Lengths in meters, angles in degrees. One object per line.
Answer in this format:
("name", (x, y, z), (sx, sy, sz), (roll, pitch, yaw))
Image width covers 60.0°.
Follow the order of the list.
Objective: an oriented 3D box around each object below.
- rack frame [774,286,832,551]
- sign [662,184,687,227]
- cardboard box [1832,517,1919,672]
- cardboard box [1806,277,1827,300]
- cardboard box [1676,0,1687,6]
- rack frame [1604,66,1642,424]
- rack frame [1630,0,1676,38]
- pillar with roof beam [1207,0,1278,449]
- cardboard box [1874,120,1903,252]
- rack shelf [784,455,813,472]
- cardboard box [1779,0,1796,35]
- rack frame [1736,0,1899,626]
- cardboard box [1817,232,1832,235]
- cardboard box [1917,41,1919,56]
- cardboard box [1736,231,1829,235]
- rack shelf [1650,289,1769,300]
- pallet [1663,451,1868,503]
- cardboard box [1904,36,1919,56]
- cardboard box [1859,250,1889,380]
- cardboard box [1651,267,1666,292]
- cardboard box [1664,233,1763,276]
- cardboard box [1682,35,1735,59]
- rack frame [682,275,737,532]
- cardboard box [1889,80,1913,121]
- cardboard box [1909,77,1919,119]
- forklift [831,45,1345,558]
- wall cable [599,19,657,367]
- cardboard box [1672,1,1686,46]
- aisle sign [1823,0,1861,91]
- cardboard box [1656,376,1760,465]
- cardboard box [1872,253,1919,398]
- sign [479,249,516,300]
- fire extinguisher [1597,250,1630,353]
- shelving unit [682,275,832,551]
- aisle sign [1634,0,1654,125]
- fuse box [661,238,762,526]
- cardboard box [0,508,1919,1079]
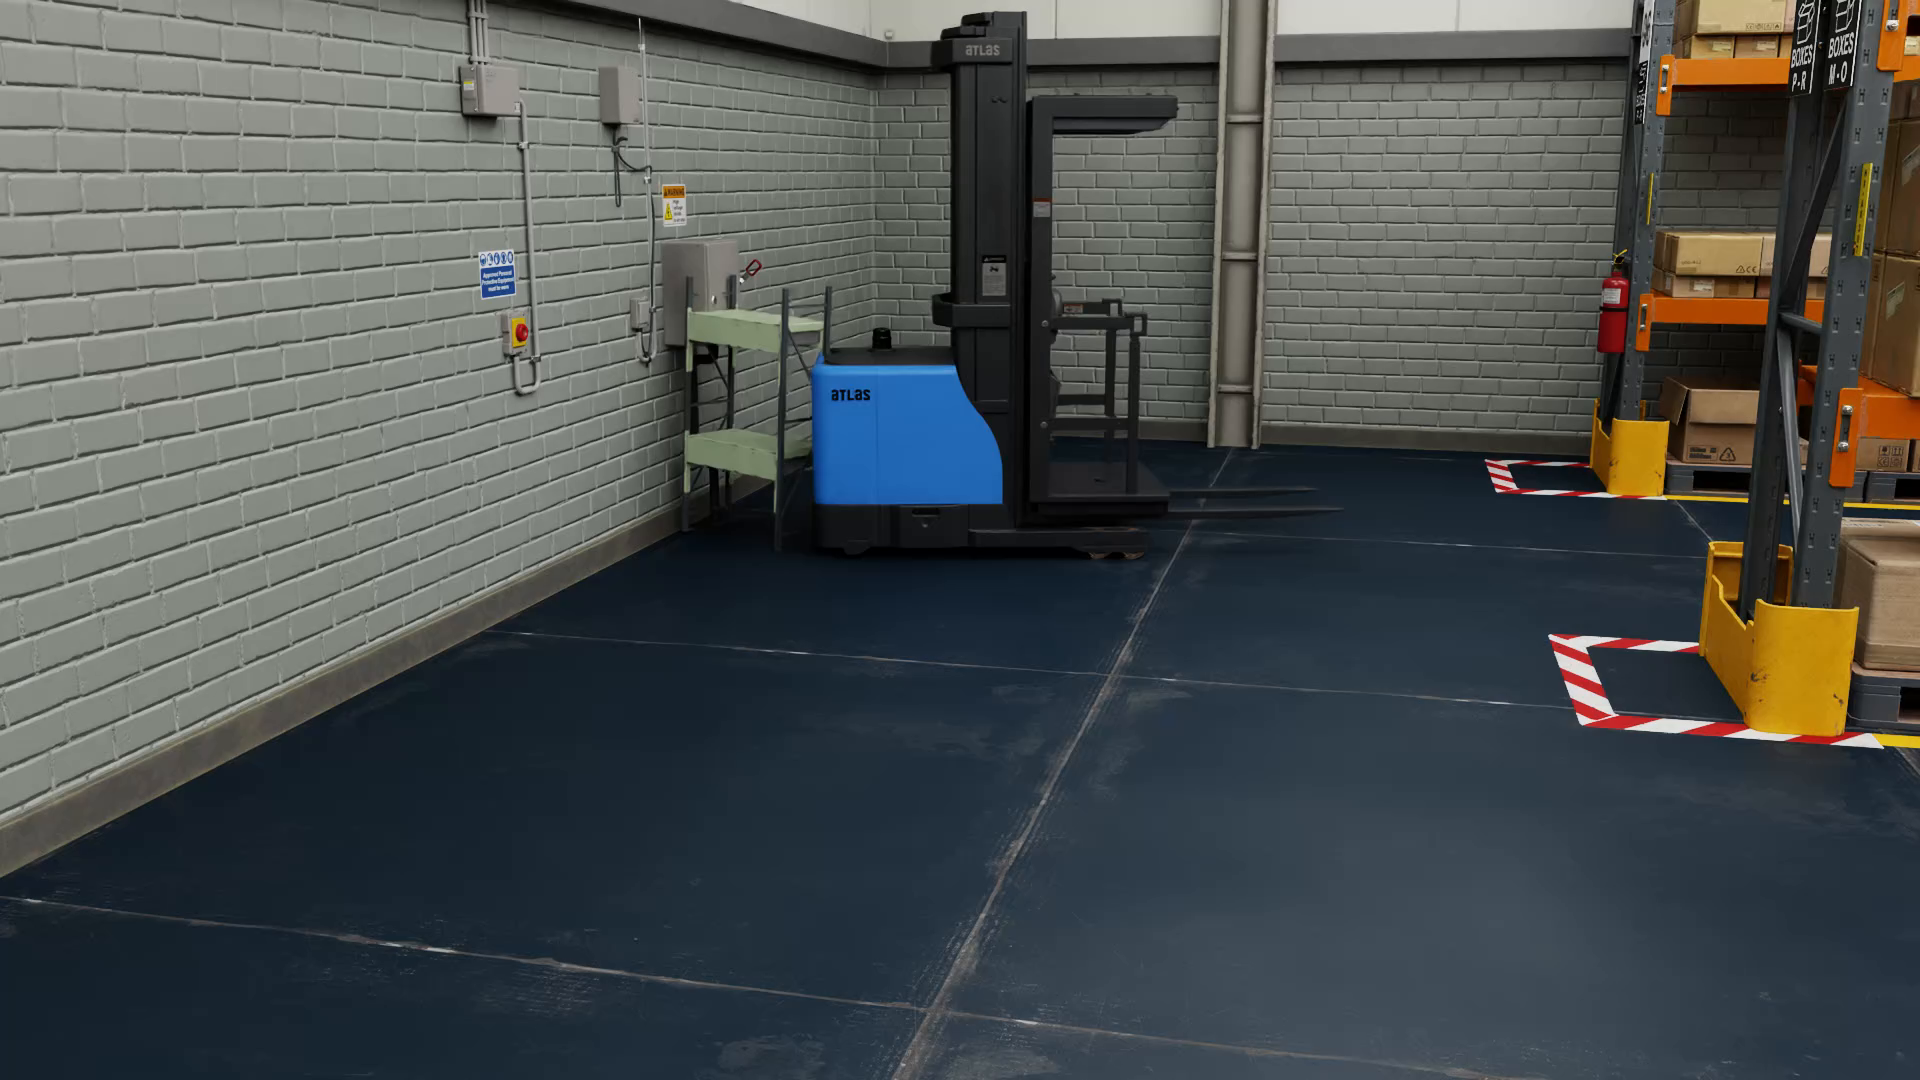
("rack frame", (-0.891, -0.679, 9.439), (0.023, 1.500, 0.400), (12, 16, 34))
("sign", (-1.674, -1.963, 9.751), (0.001, 0.242, 0.339), (3, 13, 14))
("cardboard box", (4.040, 0.220, 6.763), (0.875, 0.438, 0.875), (3, 13, 12))
("cardboard box", (5.567, -1.650, 10.825), (0.250, 0.149, 0.380), (3, 13, 15))
("cardboard box", (5.059, -3.699, 11.062), (0.500, 0.250, 0.500), (3, 13, 12))
("rack frame", (4.560, -1.882, 11.293), (0.053, 2.616, 0.949), (3, 13, 14))
("rack frame", (4.561, -4.812, 10.646), (0.127, 3.000, 1.000), (3, 13, 14))
("pillar with roof beam", (1.128, -4.236, 8.051), (0.400, 9.000, 9.100), (3, 13, 14))
("cardboard box", (3.900, -1.401, 6.584), (0.500, 0.500, 0.500), (4, 13, 15))
("rack shelf", (-1.202, -0.496, 9.702), (0.664, 0.071, 0.332), (12, 16, 34))
("cardboard box", (5.425, -3.317, 10.493), (0.500, 0.250, 0.500), (3, 13, 15))
("rack frame", (3.375, -0.839, 6.591), (0.127, 3.000, 1.000), (3, 13, 14))
("cardboard box", (6.051, -1.933, 11.182), (0.500, 0.250, 0.500), (3, 13, 15))
("cardboard box", (6.049, -3.088, 10.381), (0.250, 0.149, 0.380), (3, 13, 13))
("cardboard box", (5.571, -1.960, 11.302), (0.500, 0.250, 0.500), (3, 13, 14))
("rack shelf", (6.503, -1.524, 10.885), (3.809, 0.124, 0.919), (3, 13, 14))
("pallet", (5.409, -0.477, 11.395), (1.213, 0.211, 1.003), (3, 13, 14))
("cardboard box", (5.794, -3.088, 10.381), (0.250, 0.149, 0.380), (3, 13, 13))
("cardboard box", (3.907, -0.919, 6.718), (0.500, 0.500, 0.500), (3, 13, 14))
("cardboard box", (4.947, -1.800, 11.500), (0.250, 0.149, 0.380), (3, 13, 13))
("cardboard box", (4.937, -1.875, 10.919), (0.500, 0.250, 0.500), (3, 13, 14))
("cardboard box", (4.815, -3.159, 10.704), (0.250, 0.149, 0.380), (3, 13, 15))
("rack frame", (-1.484, -0.809, 9.848), (0.023, 1.500, 0.400), (12, 16, 34))
("cardboard box", (3.772, -1.716, 6.507), (0.250, 0.149, 0.380), (3, 13, 14))
("cardboard box", (3.654, -1.616, 6.056), (0.250, 0.149, 0.380), (3, 13, 15))
("forklift", (0.716, -1.399, 9.477), (2.937, 2.843, 1.107), (-1, 13, -2))
("wall cable", (-1.776, -1.922, 9.124), (0.122, 1.984, 0.588), (3, 13, 14))
("cardboard box", (5.058, -3.454, 11.109), (0.500, 0.250, 0.500), (3, 13, 13))
("aisle sign", (3.236, -2.051, 6.051), (0.004, 0.787, 0.394), (3, 13, 14))
("cardboard box", (5.132, -0.818, 11.288), (0.637, 0.503, 0.797), (3, 13, 11))
("cardboard box", (3.773, -0.803, 6.195), (0.500, 0.500, 0.500), (3, 13, 13))
("sign", (-2.176, -1.252, 7.827), (0.001, 0.218, 0.327), (3, 13, 14))
("fire extinguisher", (4.307, -1.574, 10.941), (0.183, 0.674, 0.296), (3, 13, 14))
("shelving unit", (-1.187, -0.744, 9.643), (0.755, 1.500, 0.400), (12, 16, 34))
("aisle sign", (4.424, -3.094, 10.752), (0.004, 0.787, 0.394), (3, 13, 14))
("fuse box", (-1.460, -0.932, 9.984), (0.414, 1.711, 0.539), (3, 13, 14))
("cardboard box", (4.263, 0.002, 6.146), (13.522, 1.550, 6.103), (3, 13, 13))
